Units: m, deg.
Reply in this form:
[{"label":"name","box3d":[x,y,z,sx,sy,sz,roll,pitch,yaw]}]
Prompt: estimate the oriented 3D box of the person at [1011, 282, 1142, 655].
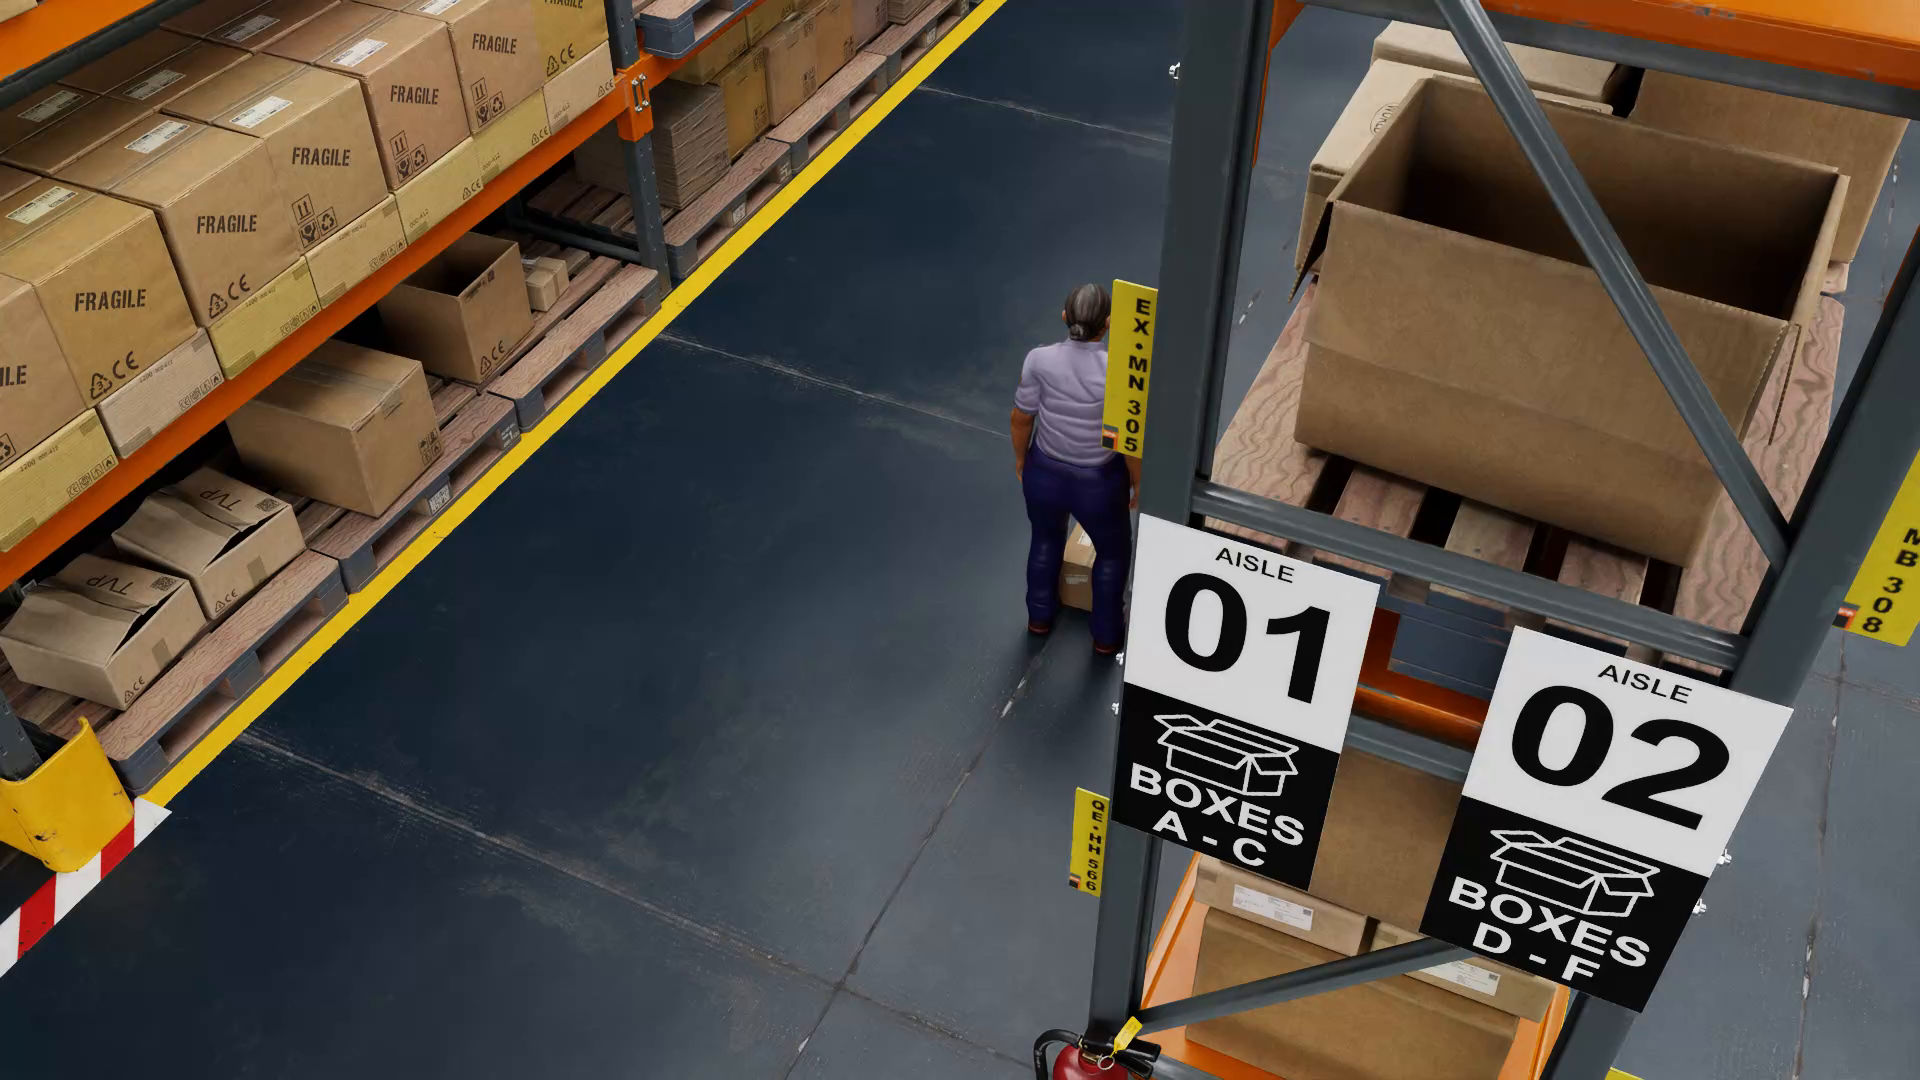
[{"label":"person","box3d":[0.471,-0.249,6.440,0.564,1.652,0.374,15,44,16]}]
